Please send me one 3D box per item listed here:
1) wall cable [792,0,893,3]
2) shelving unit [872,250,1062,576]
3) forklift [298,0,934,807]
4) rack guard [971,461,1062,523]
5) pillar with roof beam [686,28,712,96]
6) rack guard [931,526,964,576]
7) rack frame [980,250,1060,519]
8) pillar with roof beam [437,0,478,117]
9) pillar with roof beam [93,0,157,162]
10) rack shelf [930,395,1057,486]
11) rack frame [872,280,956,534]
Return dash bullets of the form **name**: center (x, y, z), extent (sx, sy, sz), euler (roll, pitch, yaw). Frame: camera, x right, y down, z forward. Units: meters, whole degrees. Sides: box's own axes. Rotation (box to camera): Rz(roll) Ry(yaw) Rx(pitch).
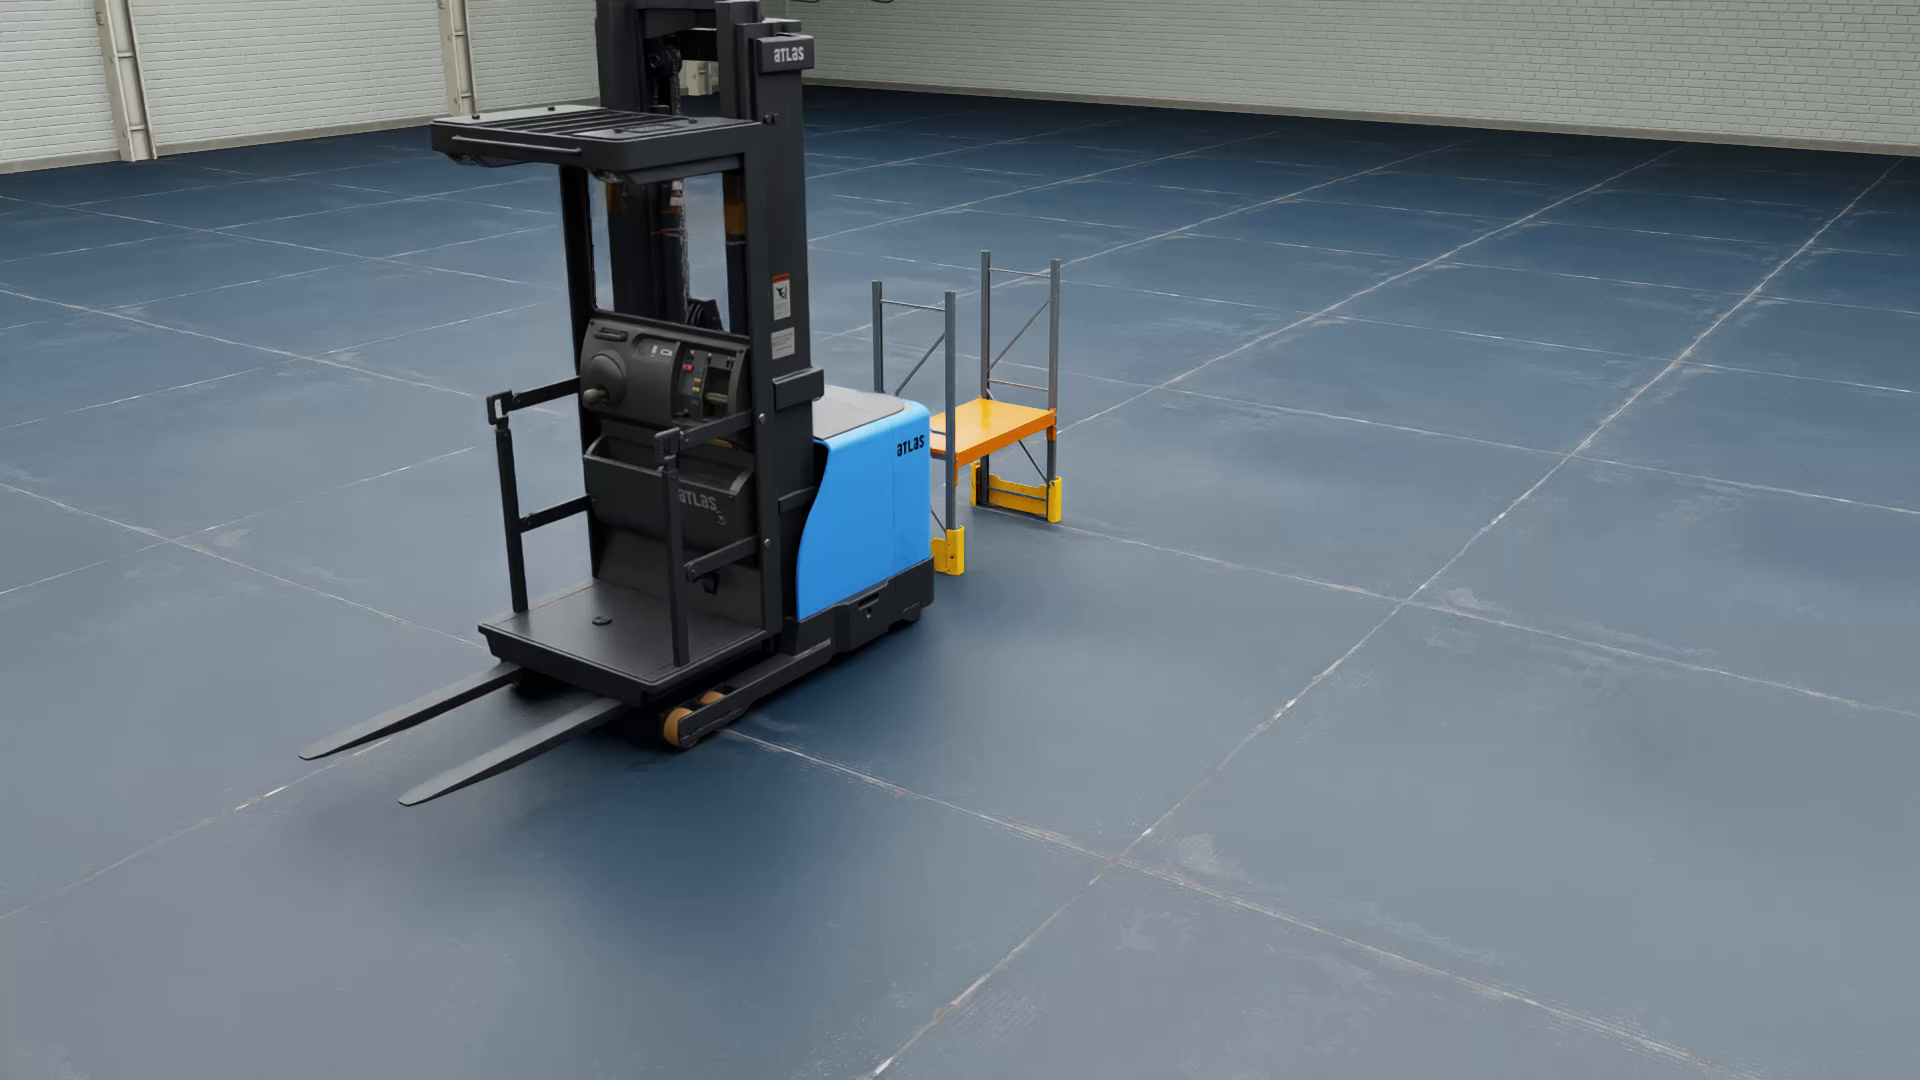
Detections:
- **wall cable**: center (-2.507, -12.358, 34.180), extent (3.097, 2.526, 0.112), euler (13, 24, 32)
- **shelving unit**: center (0.043, -0.725, 9.064), extent (0.587, 1.500, 1.083), euler (13, 24, 32)
- **forklift**: center (-1.393, -0.698, 6.927), extent (1.130, 2.935, 3.031), euler (14, 24, 33)
- **rack guard**: center (0.323, -0.282, 9.667), extent (0.587, 0.250, 0.087), euler (13, 24, 32)
- **pillar with roof beam**: center (-1.697, -12.388, 29.784), extent (9.100, 9.000, 0.400), euler (13, 24, 32)
- **rack guard**: center (-0.237, 0.004, 8.894), extent (0.587, 0.250, 0.087), euler (13, 24, 32)
- **rack frame**: center (0.334, -0.874, 9.465), extent (0.500, 1.500, 0.032), euler (13, 24, 32)
- **pillar with roof beam**: center (-5.070, -10.666, 25.130), extent (9.100, 9.000, 0.400), euler (13, 24, 32)
- **pillar with roof beam**: center (-8.442, -8.945, 20.476), extent (9.100, 9.000, 0.400), euler (13, 24, 32)
- **rack shelf**: center (0.048, -0.559, 9.133), extent (0.538, 0.185, 1.000), euler (13, 24, 32)
- **rack frame**: center (-0.238, -0.582, 8.677), extent (0.500, 1.500, 0.032), euler (13, 24, 32)
